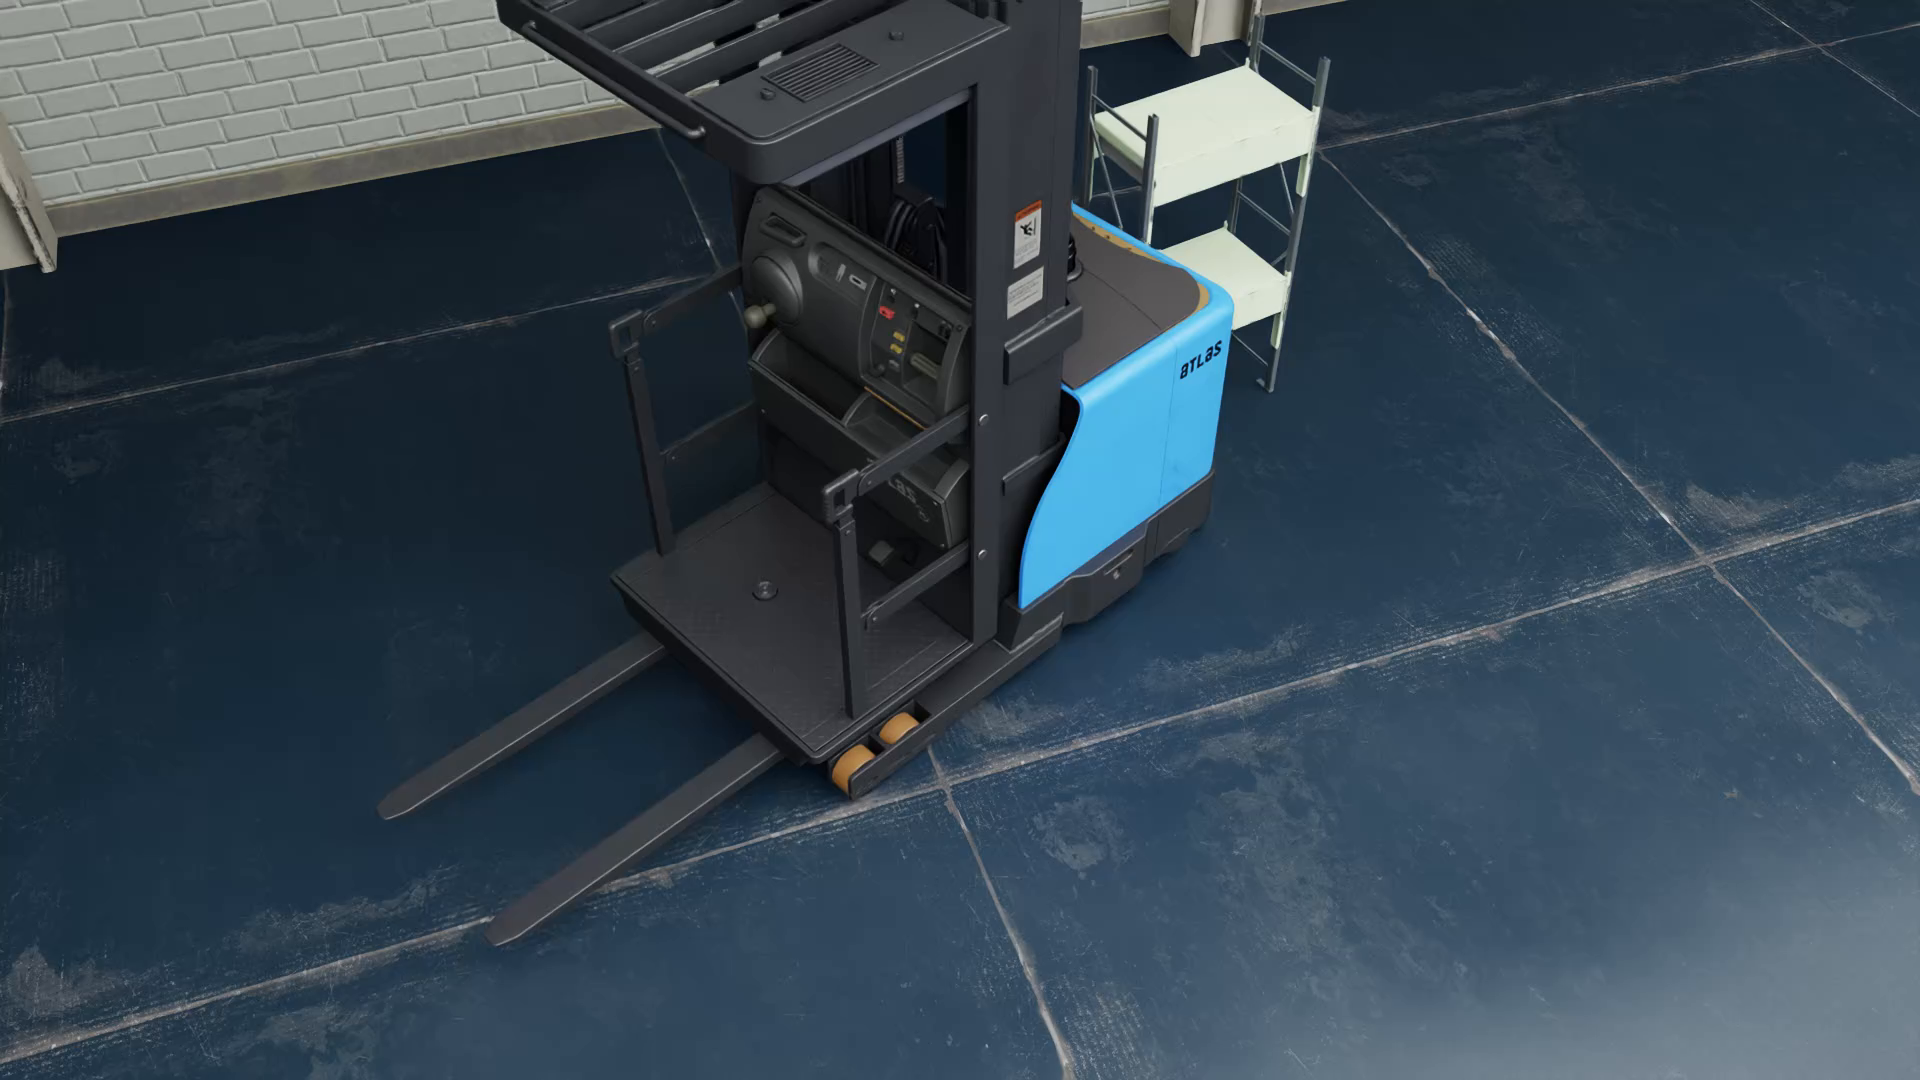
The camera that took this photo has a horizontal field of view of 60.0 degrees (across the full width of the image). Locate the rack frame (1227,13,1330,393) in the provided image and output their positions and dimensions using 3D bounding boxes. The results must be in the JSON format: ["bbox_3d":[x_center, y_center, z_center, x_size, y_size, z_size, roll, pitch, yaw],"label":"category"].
[{"bbox_3d":[1.181,-1.260,6.447,0.023,1.500,0.400,-23,49,-21],"label":"rack frame"}]

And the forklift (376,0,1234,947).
[{"bbox_3d":[-0.475,-0.621,4.800,3.031,2.935,1.130,-34,54,-29],"label":"forklift"}]

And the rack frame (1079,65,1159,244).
[{"bbox_3d":[0.552,-0.994,6.182,0.023,1.500,0.400,-23,49,-21],"label":"rack frame"}]

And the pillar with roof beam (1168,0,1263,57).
[{"bbox_3d":[2.814,-3.014,2.900,0.400,9.000,9.100,-14,47,-14],"label":"pillar with roof beam"}]

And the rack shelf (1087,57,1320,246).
[{"bbox_3d":[0.867,-1.403,6.038,0.720,0.370,0.431,-23,49,-21],"label":"rack shelf"}]

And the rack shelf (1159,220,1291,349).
[{"bbox_3d":[0.867,-0.897,6.546,0.720,0.370,0.431,-23,49,-21],"label":"rack shelf"}]

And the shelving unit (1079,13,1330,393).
[{"bbox_3d":[0.867,-1.127,6.315,0.755,1.500,0.431,-23,49,-21],"label":"shelving unit"}]

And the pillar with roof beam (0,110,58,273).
[{"bbox_3d":[-2.829,-1.571,1.462,0.400,9.000,9.100,-14,47,-14],"label":"pillar with roof beam"}]
